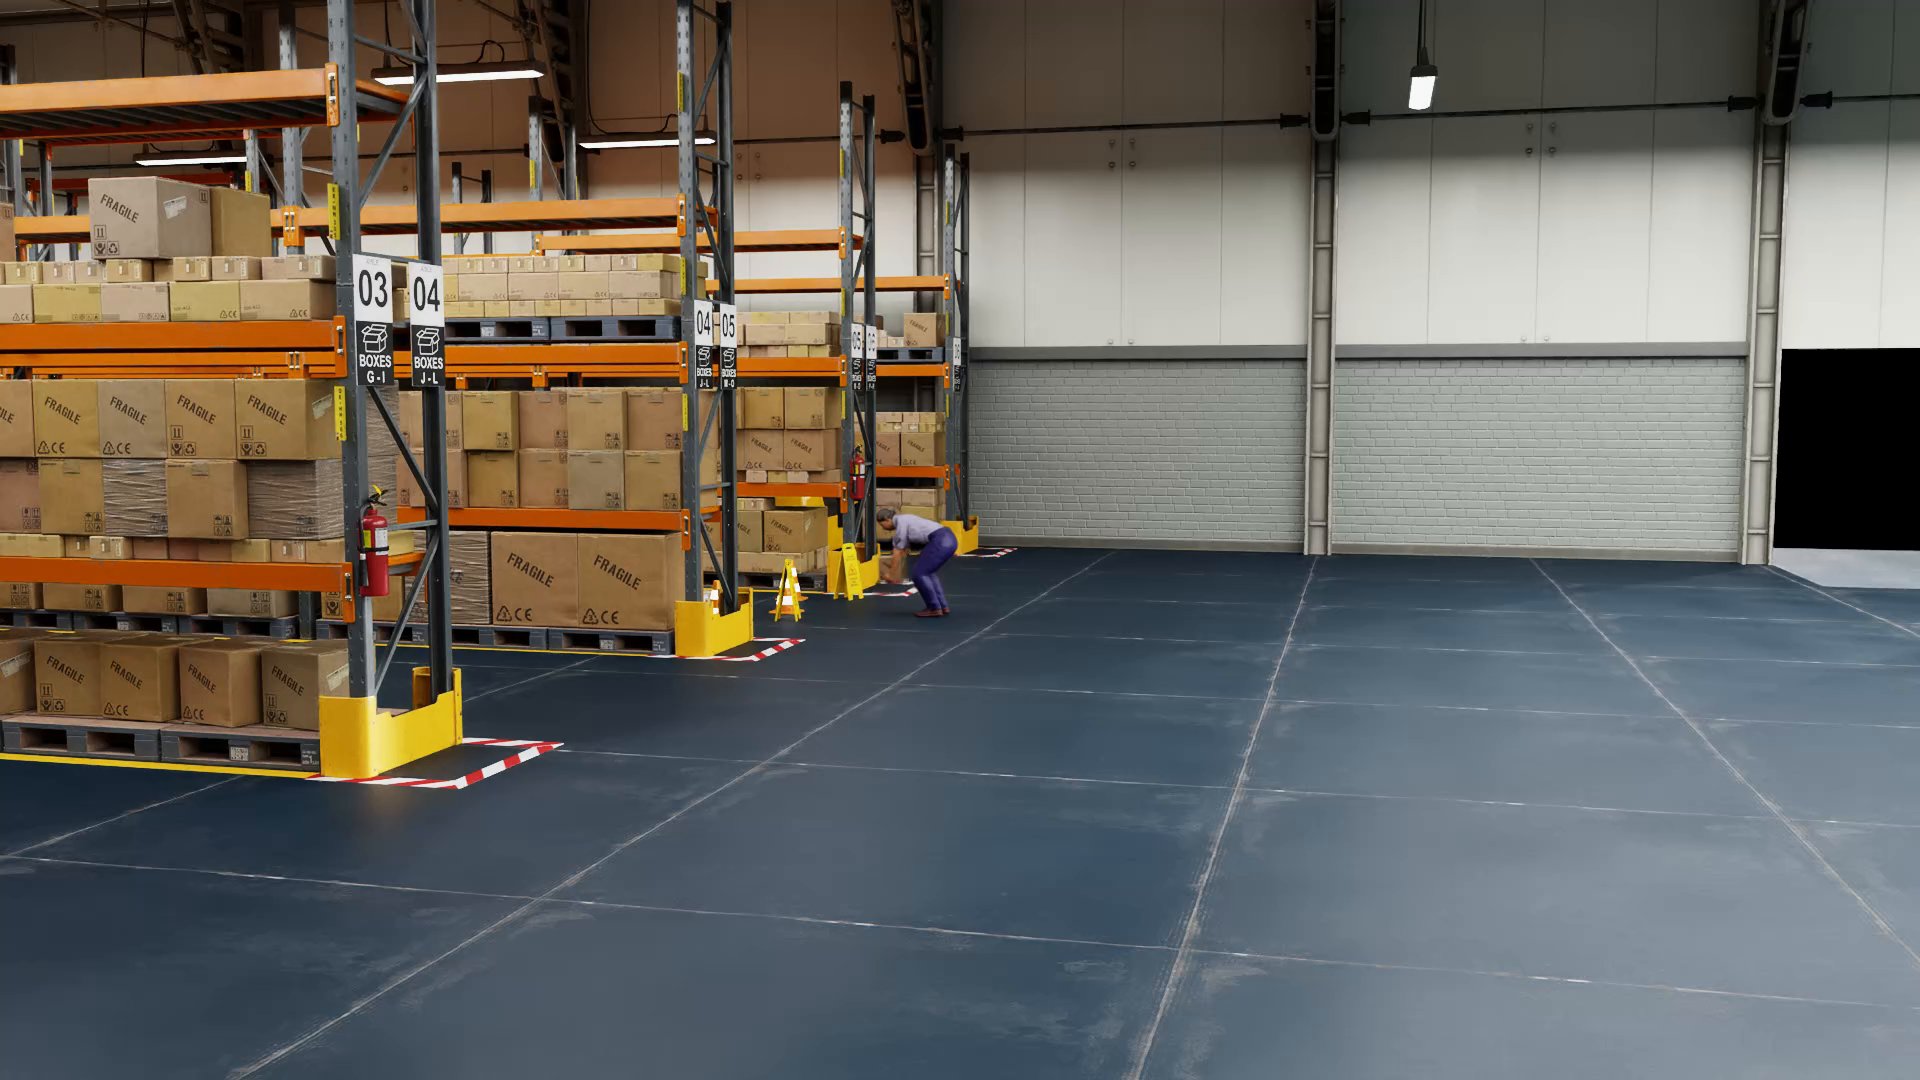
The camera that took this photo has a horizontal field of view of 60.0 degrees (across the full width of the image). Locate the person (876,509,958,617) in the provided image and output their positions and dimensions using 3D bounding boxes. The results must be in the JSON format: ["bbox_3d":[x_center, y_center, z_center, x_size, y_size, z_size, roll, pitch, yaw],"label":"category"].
[{"bbox_3d":[-0.467,0.236,17.844,0.874,1.146,0.493,1,5,11],"label":"person"}]
